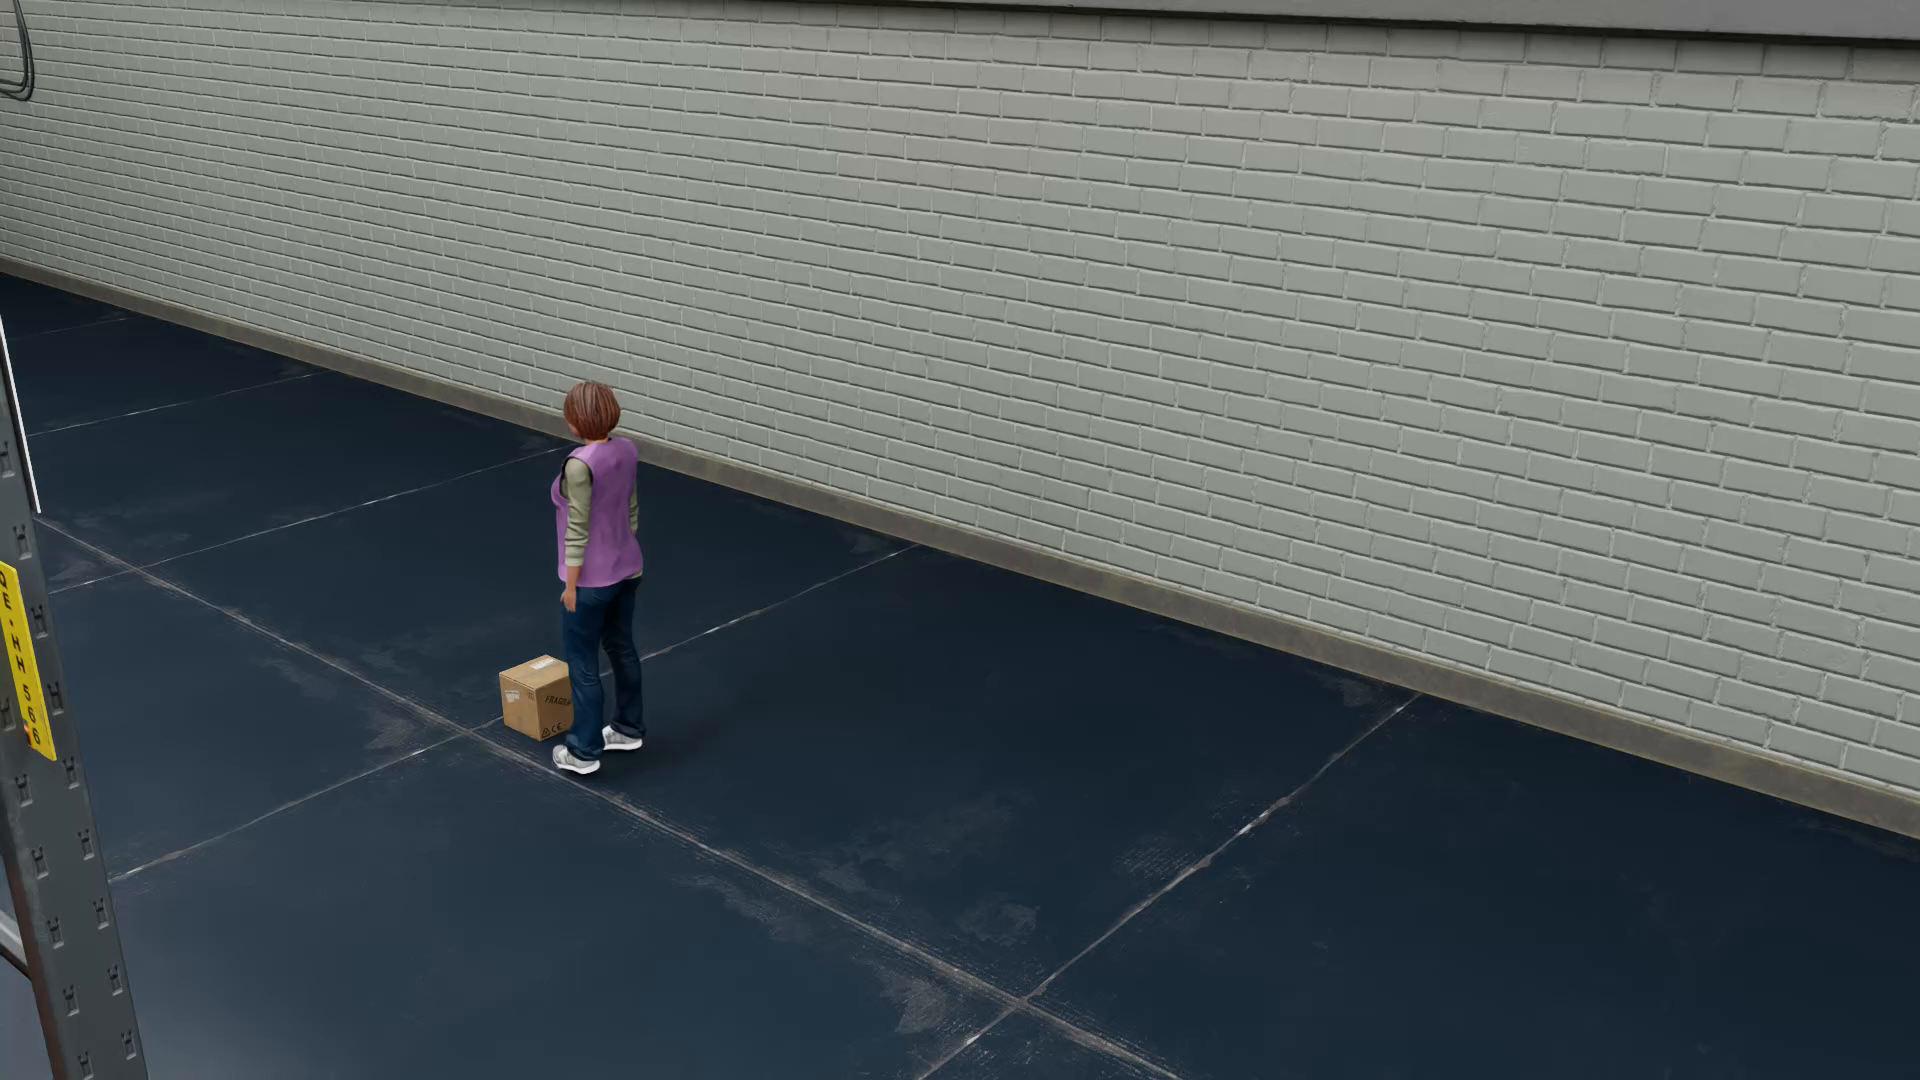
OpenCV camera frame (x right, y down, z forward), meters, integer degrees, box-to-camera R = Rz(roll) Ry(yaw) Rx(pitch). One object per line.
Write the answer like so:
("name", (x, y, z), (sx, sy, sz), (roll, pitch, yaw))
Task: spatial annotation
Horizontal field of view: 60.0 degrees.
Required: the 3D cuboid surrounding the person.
("person", (-1.469, 0.147, 6.672), (0.373, 1.610, 0.449), (10, 23, 25))
